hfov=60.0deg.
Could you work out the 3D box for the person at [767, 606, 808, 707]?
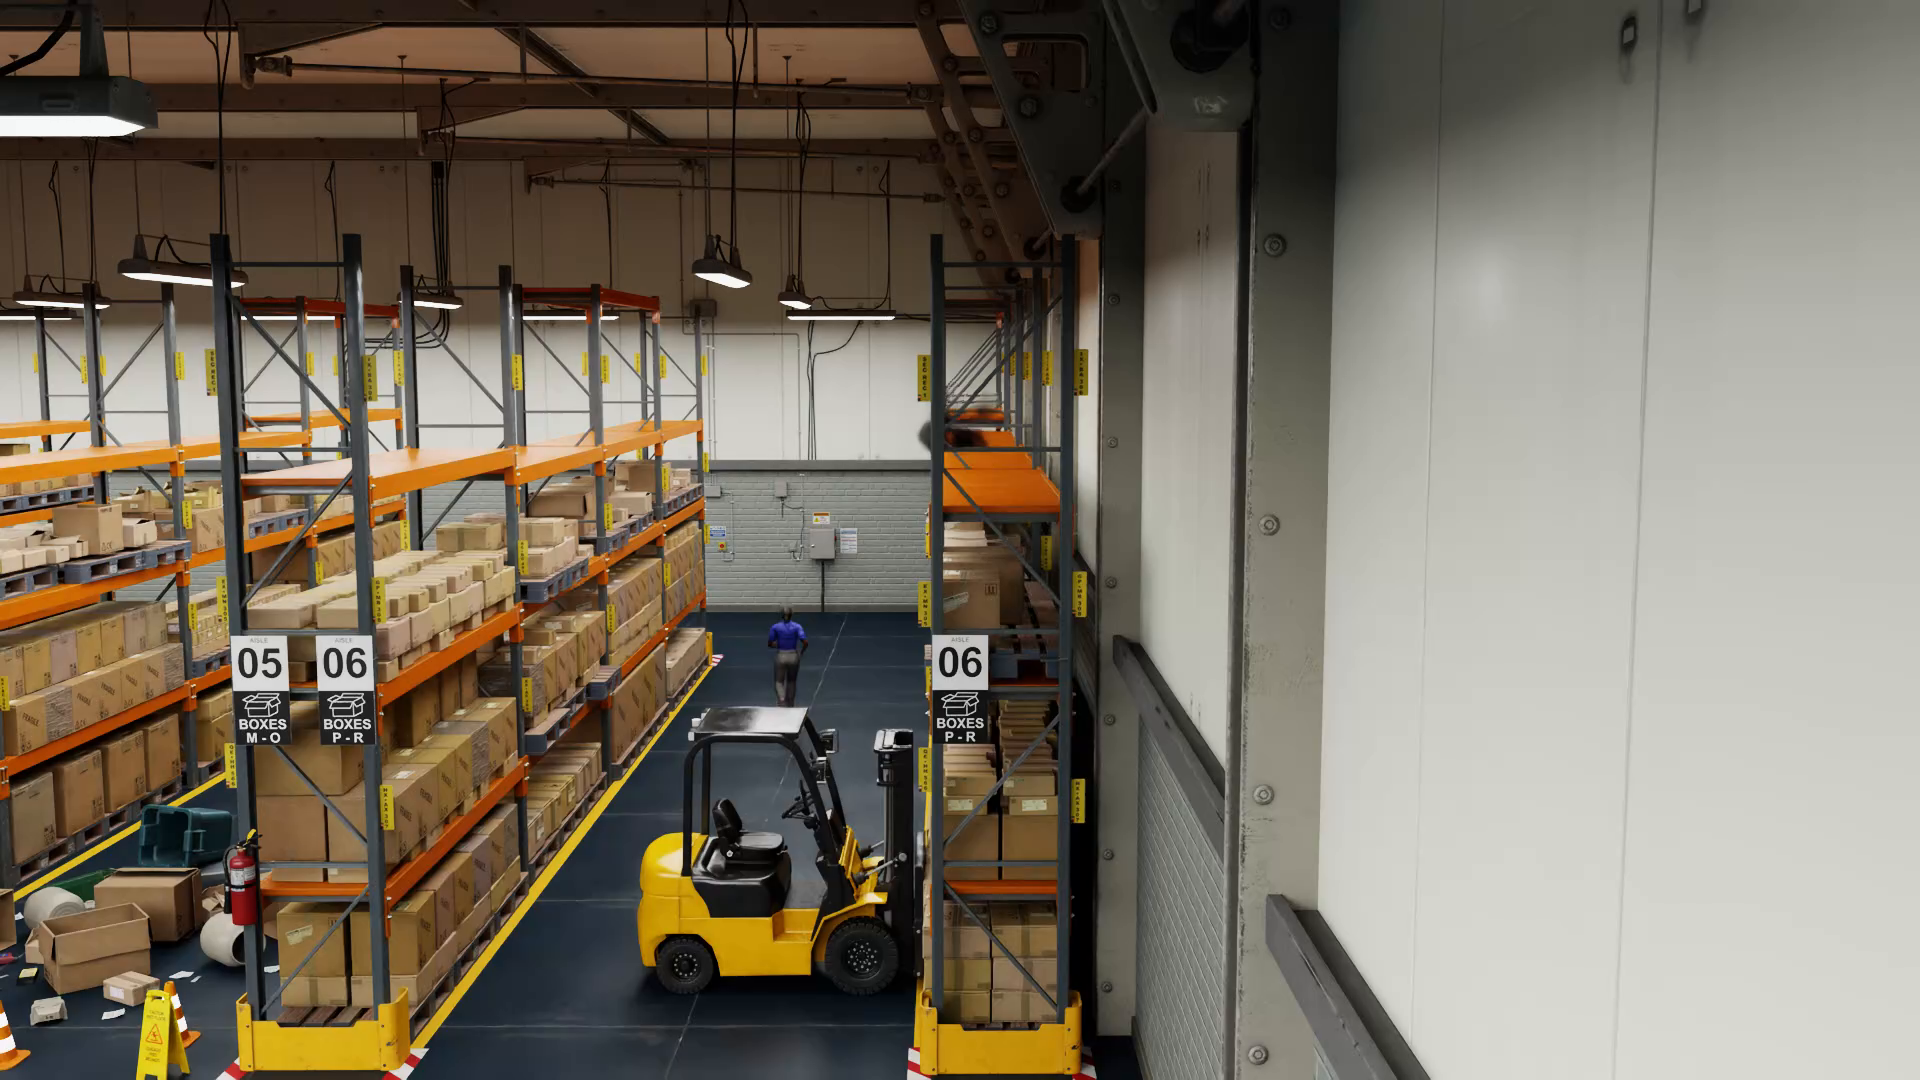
[{"bbox_3d":[-2.468,1.735,23.821,0.584,1.612,0.739,-1,6,-9],"label":"person"}]
